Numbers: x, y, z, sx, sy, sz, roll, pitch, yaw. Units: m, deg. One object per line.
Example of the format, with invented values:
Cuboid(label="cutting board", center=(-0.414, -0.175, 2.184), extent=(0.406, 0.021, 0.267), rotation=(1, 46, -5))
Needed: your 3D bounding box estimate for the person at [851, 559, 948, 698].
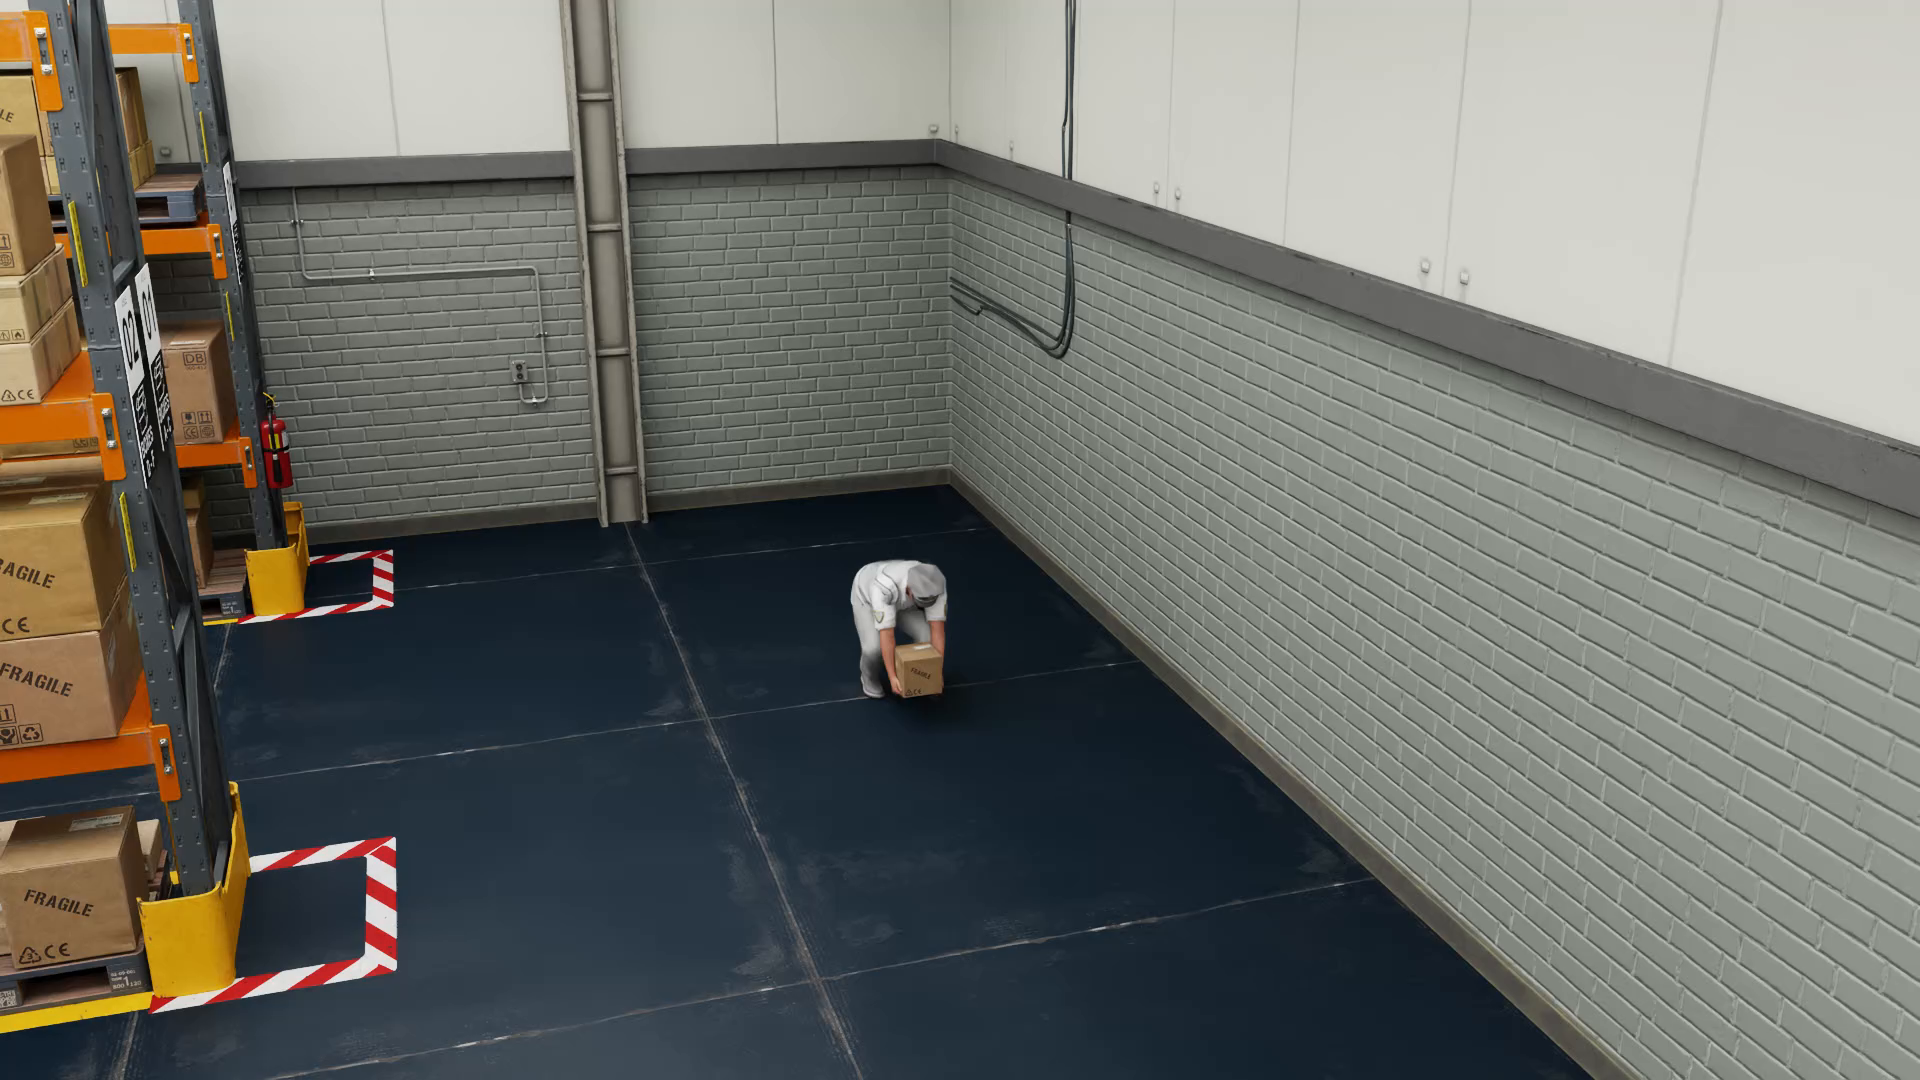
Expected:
Cuboid(label="person", center=(-0.377, 0.537, 10.632), extent=(0.535, 1.023, 0.987), rotation=(-7, 20, -19))
